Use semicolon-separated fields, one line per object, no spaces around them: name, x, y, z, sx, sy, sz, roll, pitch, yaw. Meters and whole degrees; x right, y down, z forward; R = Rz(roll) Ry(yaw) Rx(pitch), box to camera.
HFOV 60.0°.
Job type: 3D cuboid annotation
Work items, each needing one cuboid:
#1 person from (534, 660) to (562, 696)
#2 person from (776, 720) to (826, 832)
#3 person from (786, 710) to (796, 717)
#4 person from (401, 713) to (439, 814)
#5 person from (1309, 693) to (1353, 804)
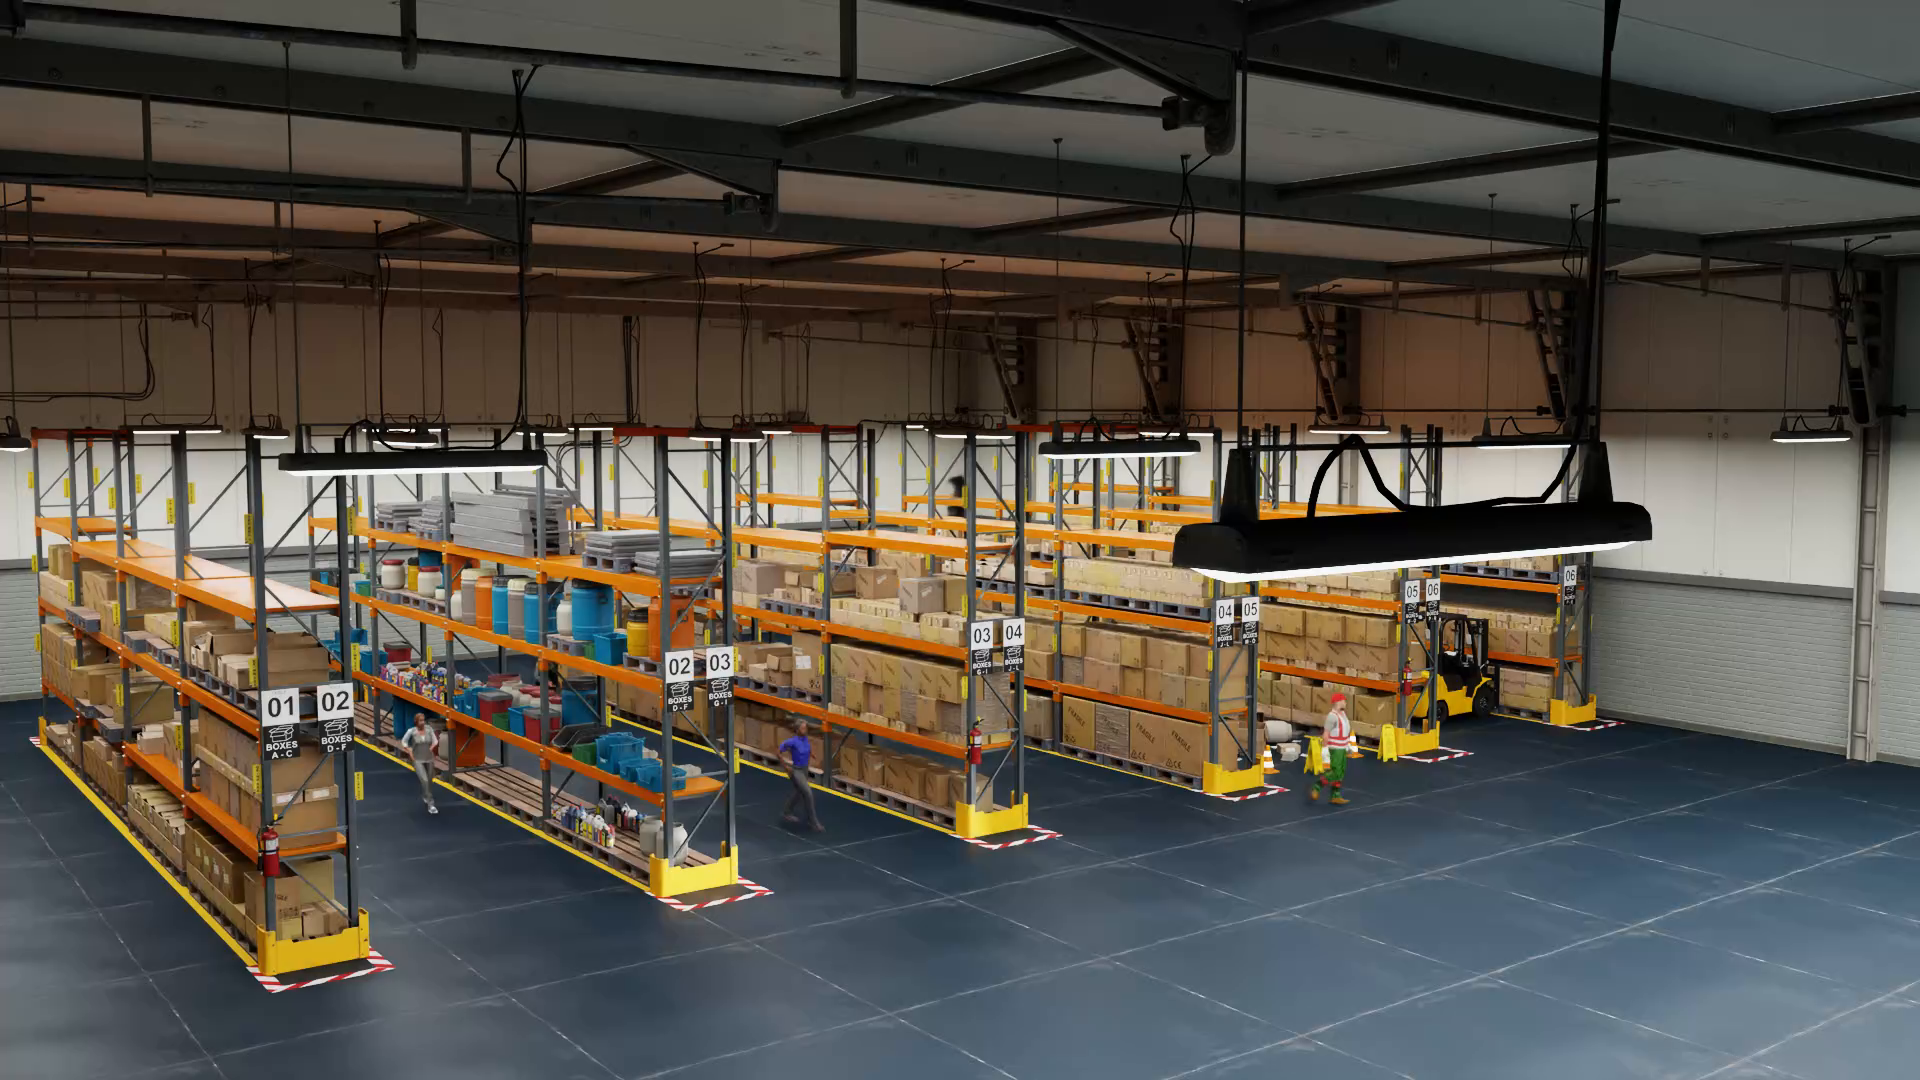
person;-8.162;2.940;32.603;0.849;1.686;0.650;3;6;38
person;-2.435;3.545;25.021;0.818;1.687;0.650;2;5;28
person;-3.296;2.993;32.900;0.974;1.485;0.664;4;6;42
person;-8.448;3.473;26.104;0.531;1.561;0.825;-4;6;-38
person;5.949;3.342;26.691;0.575;1.784;0.709;3;5;34
